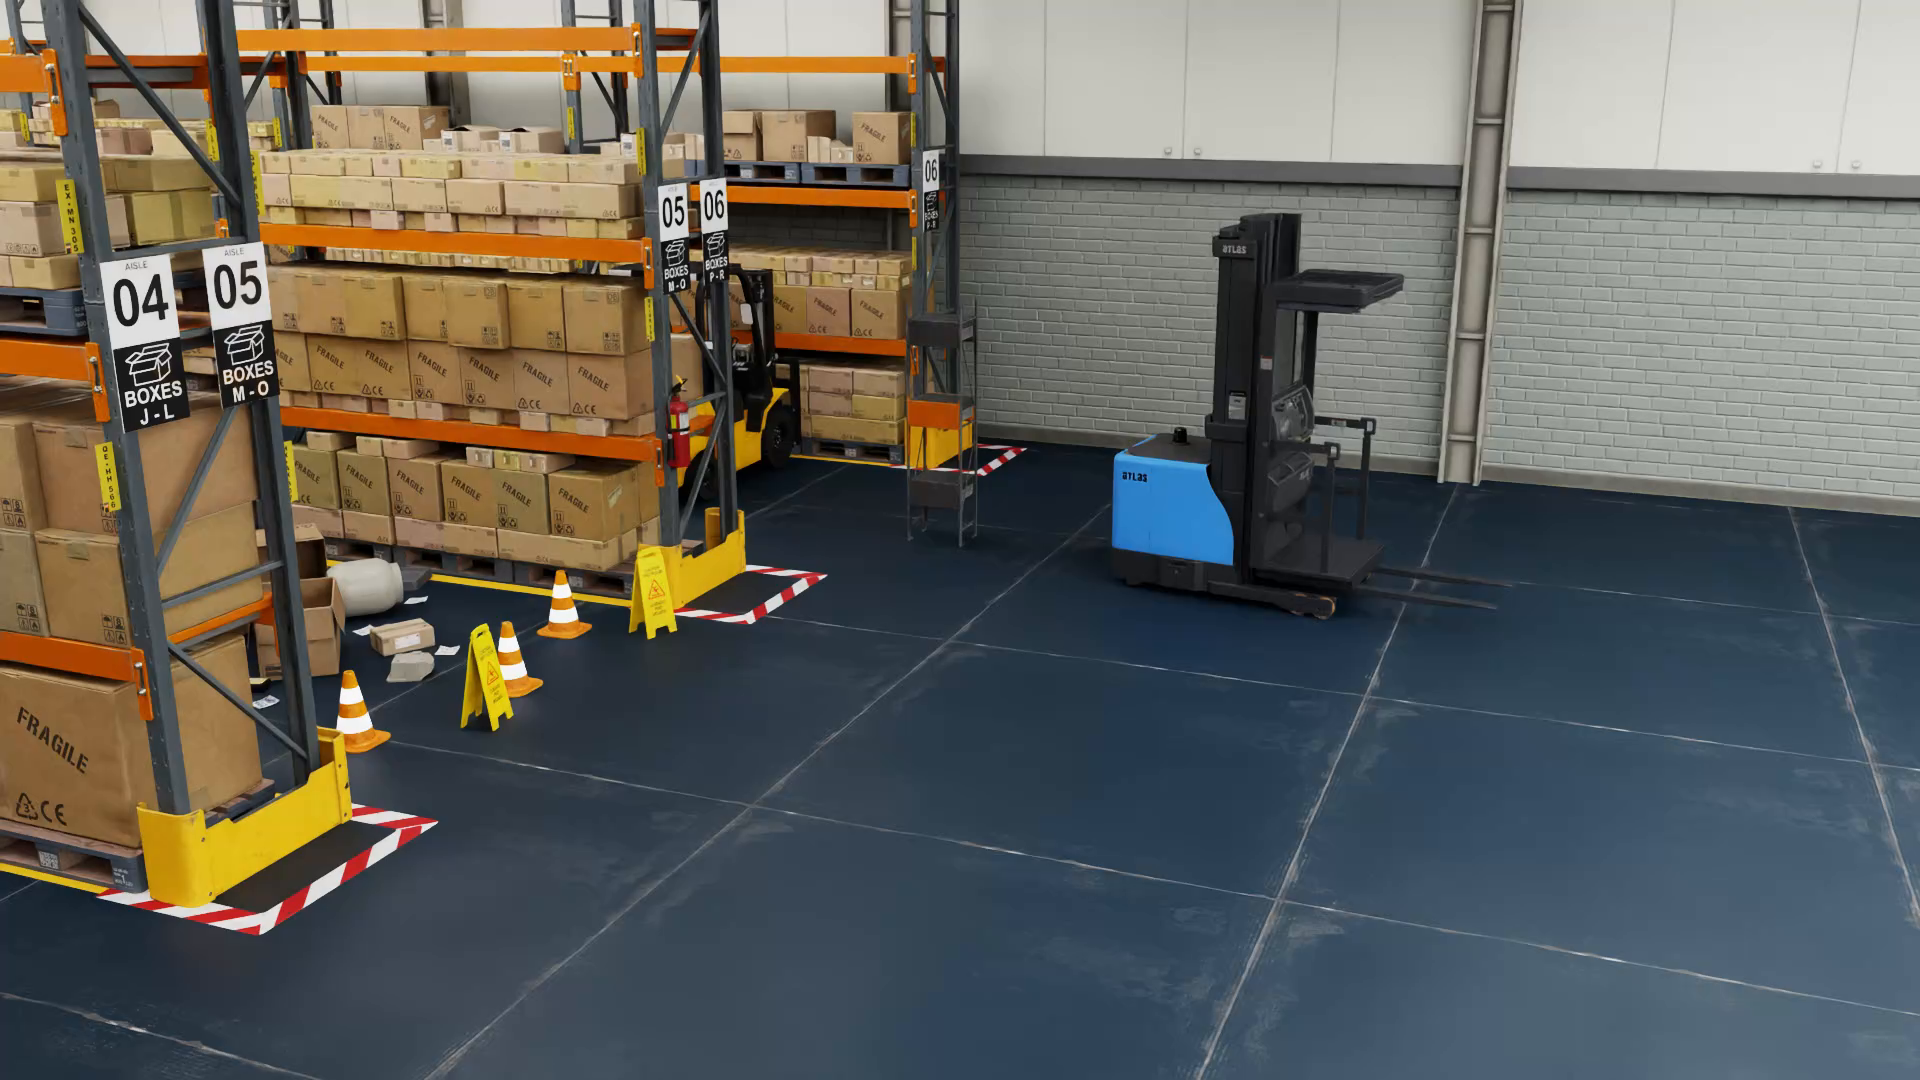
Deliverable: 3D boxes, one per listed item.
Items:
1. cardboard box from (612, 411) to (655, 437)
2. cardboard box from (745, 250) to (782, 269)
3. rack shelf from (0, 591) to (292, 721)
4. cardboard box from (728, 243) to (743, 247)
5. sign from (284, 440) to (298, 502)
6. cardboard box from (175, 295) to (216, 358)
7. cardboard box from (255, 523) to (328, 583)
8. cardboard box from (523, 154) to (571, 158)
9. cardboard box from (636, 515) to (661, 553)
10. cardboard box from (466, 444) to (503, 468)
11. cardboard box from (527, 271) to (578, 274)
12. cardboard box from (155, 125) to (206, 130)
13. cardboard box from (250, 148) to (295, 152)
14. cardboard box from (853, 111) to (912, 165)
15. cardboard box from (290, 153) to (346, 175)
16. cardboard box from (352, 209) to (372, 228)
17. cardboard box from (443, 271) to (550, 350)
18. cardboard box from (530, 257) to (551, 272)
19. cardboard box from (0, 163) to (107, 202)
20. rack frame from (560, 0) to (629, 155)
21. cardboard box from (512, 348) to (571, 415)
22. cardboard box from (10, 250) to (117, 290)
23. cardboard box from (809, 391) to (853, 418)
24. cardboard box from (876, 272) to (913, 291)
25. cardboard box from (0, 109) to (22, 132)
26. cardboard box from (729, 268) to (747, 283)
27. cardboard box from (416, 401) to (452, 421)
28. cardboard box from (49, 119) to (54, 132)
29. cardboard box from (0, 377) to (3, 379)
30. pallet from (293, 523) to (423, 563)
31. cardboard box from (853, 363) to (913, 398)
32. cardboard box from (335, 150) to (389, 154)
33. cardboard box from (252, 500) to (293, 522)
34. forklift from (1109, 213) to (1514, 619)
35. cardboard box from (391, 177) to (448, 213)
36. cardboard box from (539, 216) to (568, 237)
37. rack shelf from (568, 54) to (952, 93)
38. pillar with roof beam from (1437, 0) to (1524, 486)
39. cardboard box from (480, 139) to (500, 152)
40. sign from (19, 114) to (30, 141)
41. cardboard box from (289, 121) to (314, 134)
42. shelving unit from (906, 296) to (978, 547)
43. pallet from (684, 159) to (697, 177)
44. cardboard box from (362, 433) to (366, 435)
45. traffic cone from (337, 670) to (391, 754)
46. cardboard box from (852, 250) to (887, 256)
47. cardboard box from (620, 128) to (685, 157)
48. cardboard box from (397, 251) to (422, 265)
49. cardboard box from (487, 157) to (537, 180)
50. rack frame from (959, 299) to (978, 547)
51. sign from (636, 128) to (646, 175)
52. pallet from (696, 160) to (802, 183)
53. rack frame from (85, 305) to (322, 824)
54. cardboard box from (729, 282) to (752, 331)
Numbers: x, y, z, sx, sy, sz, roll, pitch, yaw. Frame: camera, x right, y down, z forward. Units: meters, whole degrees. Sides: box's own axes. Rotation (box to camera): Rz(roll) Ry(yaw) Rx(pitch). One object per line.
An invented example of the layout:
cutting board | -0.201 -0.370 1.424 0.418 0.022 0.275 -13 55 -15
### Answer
cardboard box | -2.488 -0.920 12.914 0.250 0.149 0.380 7 18 22
cardboard box | -2.083 -2.986 17.702 0.250 0.149 0.380 7 17 21
rack shelf | -5.644 0.377 9.286 4.000 0.370 1.077 6 17 21
cardboard box | -2.598 -3.202 18.447 0.250 0.149 0.380 6 17 20
sign | -3.575 -0.361 8.843 0.005 0.325 0.100 6 17 21
cardboard box | -6.296 -1.848 14.192 0.500 0.500 0.500 6 17 20
cardboard box | -5.285 0.194 13.103 0.500 0.500 0.500 -9 18 -27
cardboard box | -3.239 -2.959 13.126 0.250 0.149 0.380 6 17 20
cardboard box | -2.710 -0.094 13.795 0.500 0.250 0.500 6 17 20
cardboard box | -3.746 -0.699 13.373 0.250 0.149 0.380 7 18 23
cardboard box | -4.515 -2.907 18.680 0.500 0.250 0.500 6 17 19
cardboard box | -6.646 -3.490 14.553 0.500 0.250 0.500 6 17 19
cardboard box | -8.252 -4.522 19.760 0.500 0.250 0.500 6 17 19
cardboard box | -0.745 -4.066 16.808 0.500 0.500 0.500 7 18 22
cardboard box | -5.114 -3.005 13.285 0.250 0.149 0.380 6 17 19
cardboard box | -4.626 -2.588 13.277 0.250 0.149 0.380 6 17 19
cardboard box | -3.597 -1.804 13.002 0.500 0.500 0.700 6 17 20
cardboard box | -4.611 -3.114 18.676 0.250 0.149 0.380 6 17 20
cardboard box | -4.222 -1.663 7.730 0.250 0.149 0.380 6 17 21
rack frame | -3.965 -5.636 17.947 0.127 3.000 1.000 6 17 21
cardboard box | -3.132 -1.286 13.009 0.500 0.500 0.500 6 17 21
cardboard box | -4.217 -1.280 7.840 0.250 0.149 0.380 6 17 21
cardboard box | -1.274 -1.490 17.708 0.500 0.250 0.500 6 17 20
cardboard box | -0.669 -2.668 17.142 0.250 0.149 0.380 7 17 21
cardboard box | -11.965 -5.314 21.057 0.500 0.250 0.500 6 17 21
cardboard box | -2.334 -2.851 17.770 0.250 0.149 0.380 6 17 19
cardboard box | -4.176 -1.080 13.463 0.250 0.149 0.380 6 17 20
cardboard box | -11.016 -5.133 20.578 0.250 0.149 0.380 7 17 22
cardboard box | -5.672 -0.548 8.975 0.500 0.550 0.875 6 17 21
pallet | -5.145 -0.069 14.532 1.213 0.211 1.003 6 17 21
cardboard box | -0.787 -1.674 17.443 0.500 0.250 0.500 7 18 22
cardboard box | -4.928 -3.138 13.742 0.250 0.149 0.380 7 17 22
cardboard box | -6.271 -0.460 14.839 0.625 0.372 0.950 7 17 21
forklift | 2.751 -0.976 12.780 3.031 2.935 1.130 9 18 27
cardboard box | -4.059 -2.707 12.972 0.500 0.250 0.500 6 17 21
cardboard box | -2.974 -2.395 12.614 0.250 0.149 0.380 7 18 22
rack shelf | -2.104 -4.894 17.399 4.000 0.370 1.077 6 17 21
pillar with roof beam | 3.441 -3.802 11.628 0.400 9.000 9.100 6 17 21
cardboard box | -5.099 -4.358 18.444 0.250 0.149 0.380 6 17 20
sign | -11.599 -5.121 20.625 0.005 0.325 0.100 6 17 21
cardboard box | -7.927 -4.977 20.076 0.250 0.149 0.380 6 17 19
shelving unit | -0.154 -1.025 14.439 0.503 2.100 0.431 6 17 21
pallet | -3.162 -4.073 18.101 1.213 0.211 1.003 6 17 21
cardboard box | -5.134 -0.718 14.600 0.500 0.500 0.500 6 17 20
traffic cone | -3.757 1.032 10.290 0.334 0.463 0.336 6 17 21
cardboard box | -0.960 -2.997 17.740 0.250 0.149 0.380 7 17 22
cardboard box | -3.280 -4.254 17.795 0.500 0.311 0.500 7 17 22
cardboard box | -6.293 -3.286 19.268 0.250 0.149 0.380 7 17 22
cardboard box | -3.396 -2.843 12.726 0.250 0.149 0.380 6 17 21
rack frame | 0.073 -1.000 14.353 0.015 2.100 0.400 6 17 21
sign | -2.284 -2.782 11.908 0.005 0.325 0.100 6 17 21
pallet | -2.031 -3.947 17.669 1.213 0.211 1.003 6 17 21
rack frame | -3.784 0.236 8.481 0.127 3.000 1.000 6 17 21
cardboard box | -2.226 -2.533 17.838 0.500 0.500 0.500 6 17 21
